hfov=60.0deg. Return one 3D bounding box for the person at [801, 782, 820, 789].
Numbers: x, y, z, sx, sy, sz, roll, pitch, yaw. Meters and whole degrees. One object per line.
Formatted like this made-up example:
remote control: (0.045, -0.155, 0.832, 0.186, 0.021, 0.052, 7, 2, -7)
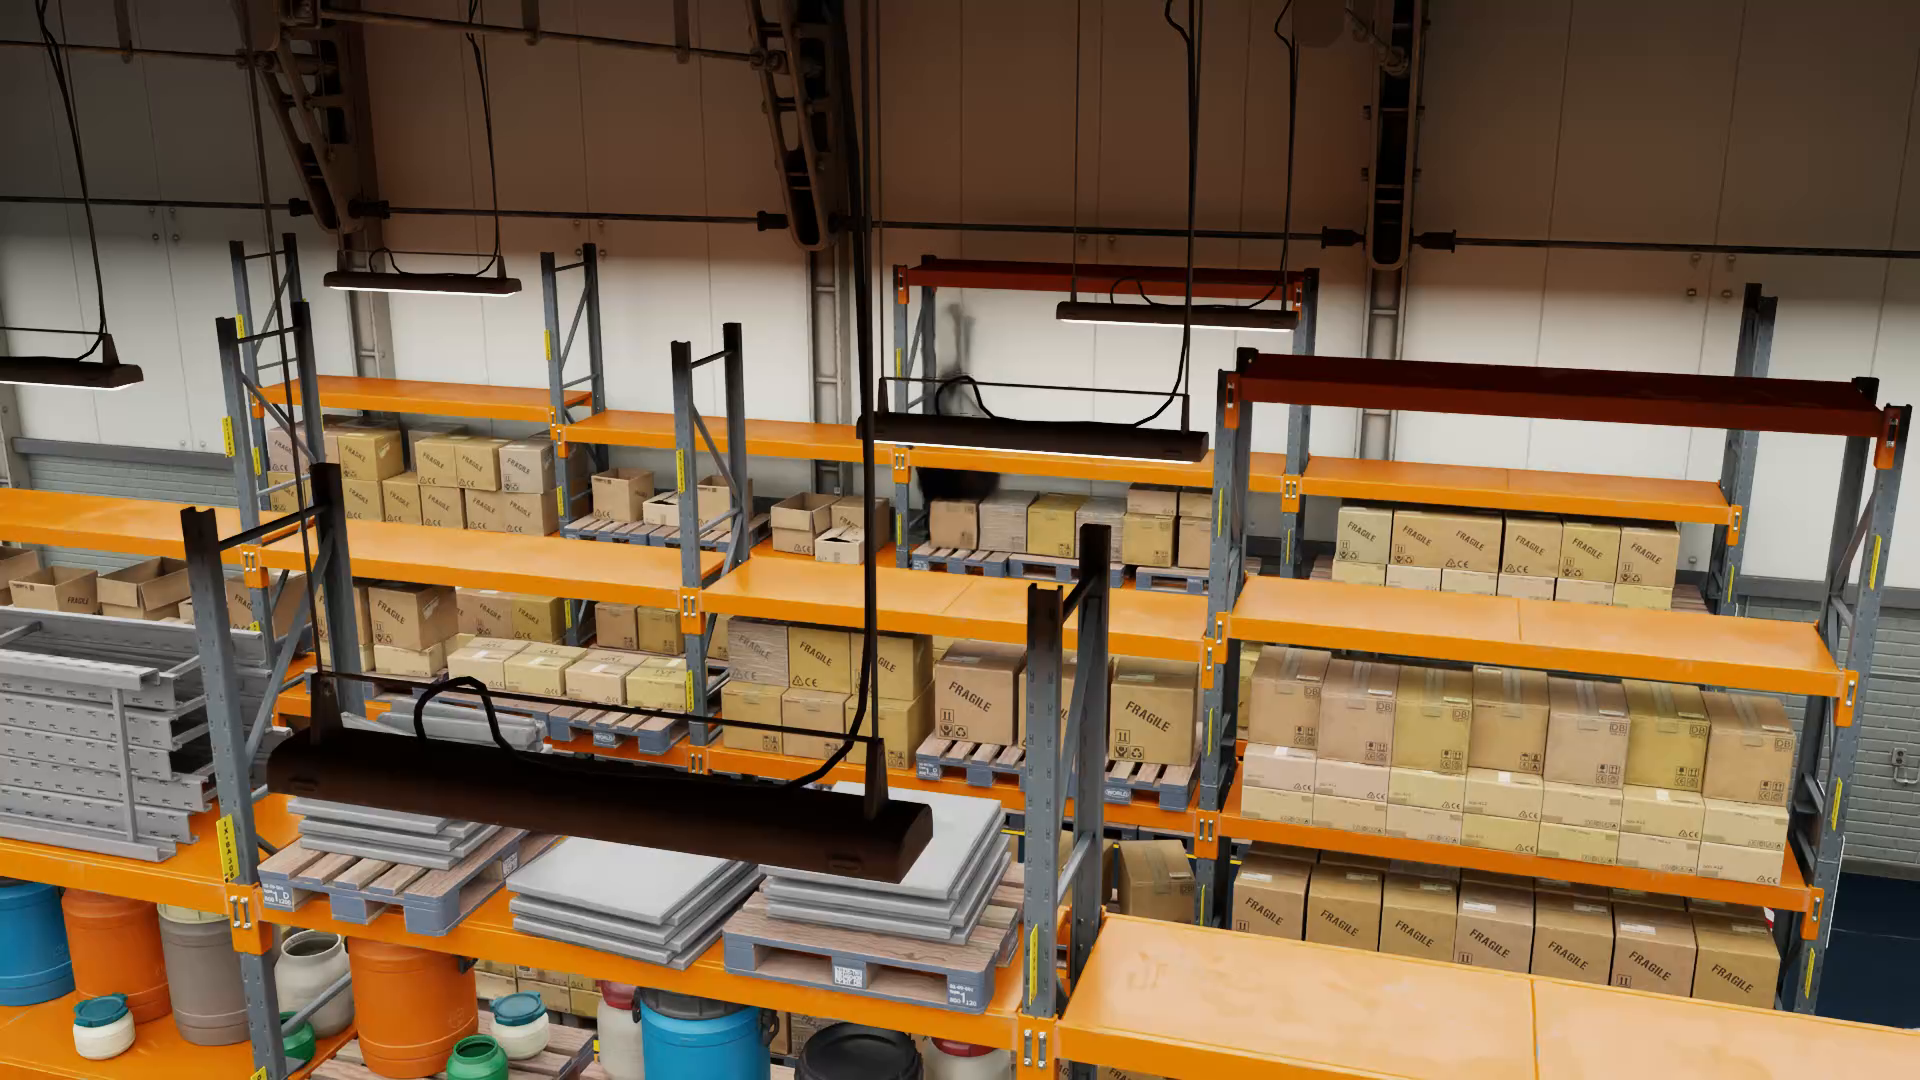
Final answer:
person: (-1.517, 2.817, 16.101, 0.802, 1.686, 0.607, 6, 17, 21)
